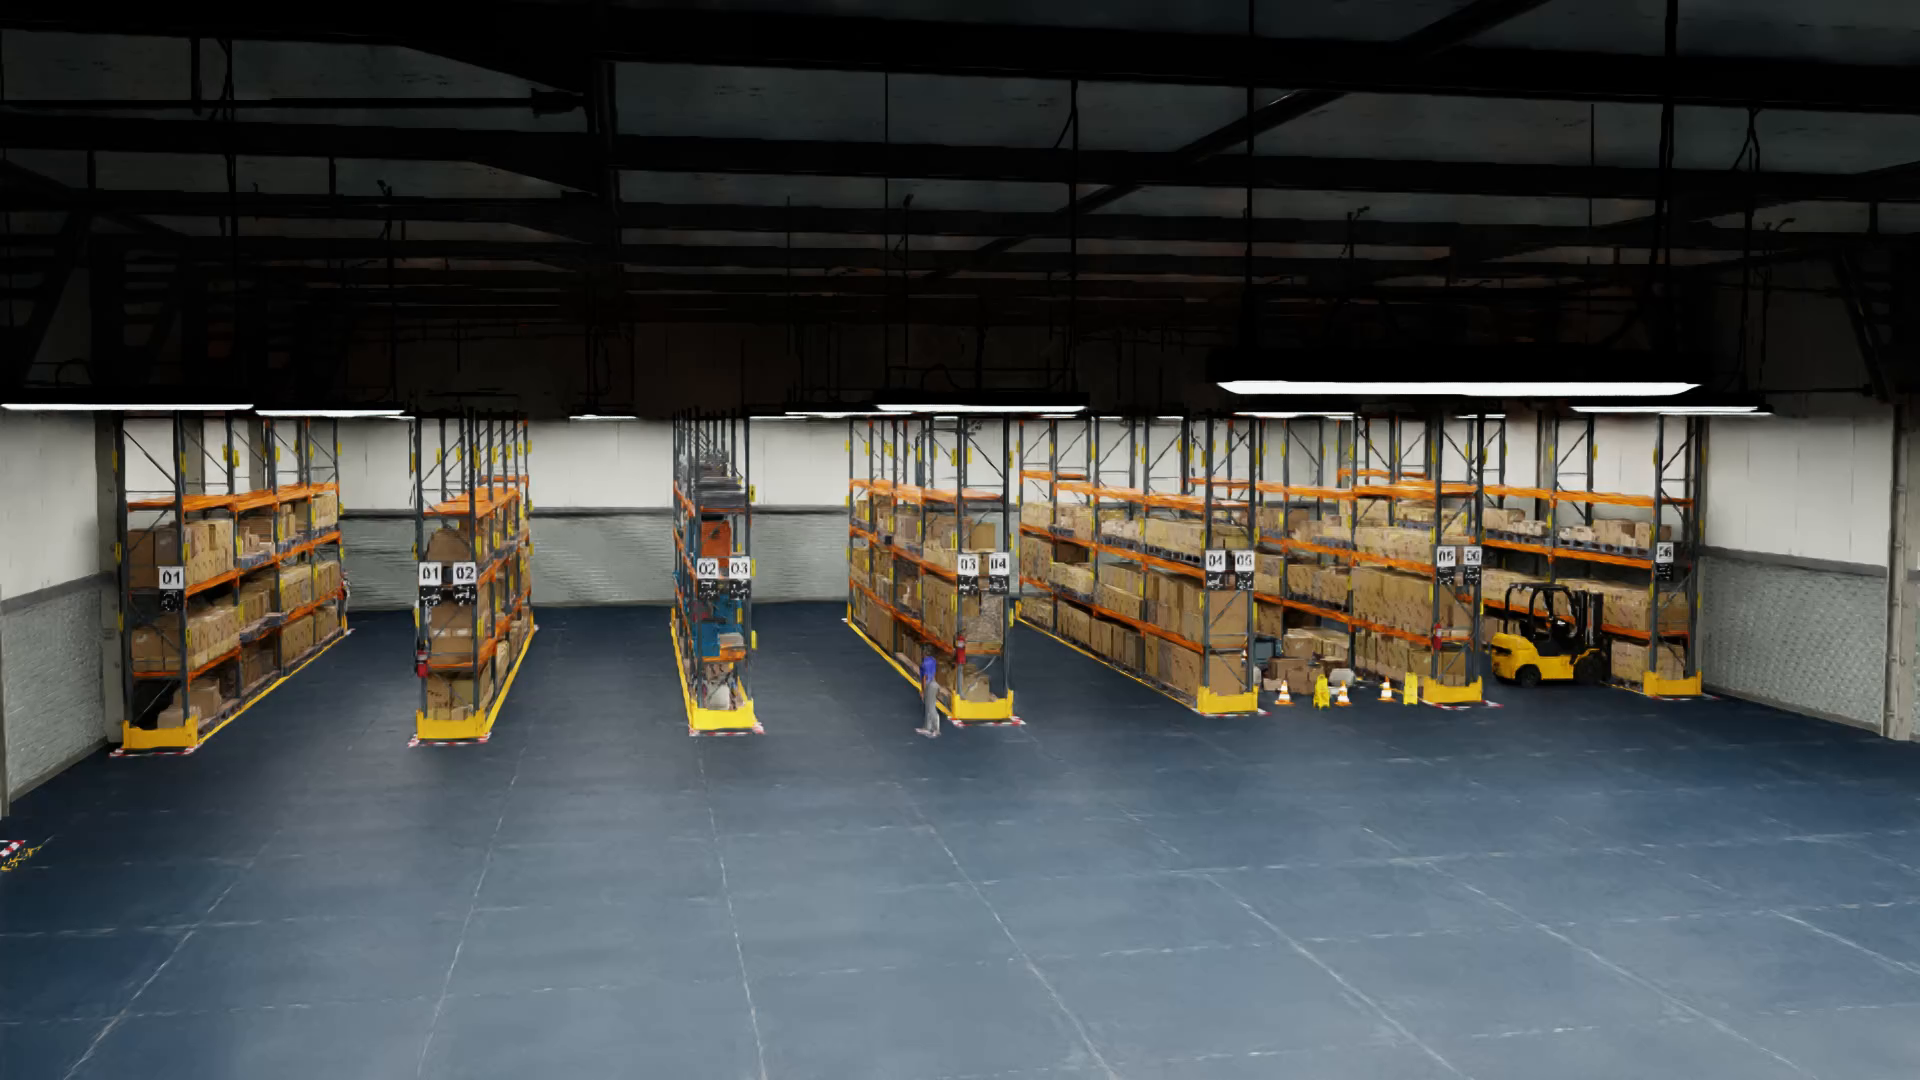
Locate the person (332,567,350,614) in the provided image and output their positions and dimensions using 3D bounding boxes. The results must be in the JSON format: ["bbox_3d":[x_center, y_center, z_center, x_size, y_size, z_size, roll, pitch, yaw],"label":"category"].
[{"bbox_3d":[-17.392,1.583,46.622,0.534,1.664,0.524,4,6,43],"label":"person"}]

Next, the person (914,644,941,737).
[{"bbox_3d":[-0.592,2.726,30.350,0.556,1.650,0.588,1,4,15],"label":"person"}]

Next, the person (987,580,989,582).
[{"bbox_3d":[0.893,1.601,46.744,0.528,1.587,0.597,0,4,-6],"label":"person"}]

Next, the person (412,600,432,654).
[{"bbox_3d":[-13.142,2.016,40.843,0.592,1.625,0.526,-1,4,-13],"label":"person"}]
